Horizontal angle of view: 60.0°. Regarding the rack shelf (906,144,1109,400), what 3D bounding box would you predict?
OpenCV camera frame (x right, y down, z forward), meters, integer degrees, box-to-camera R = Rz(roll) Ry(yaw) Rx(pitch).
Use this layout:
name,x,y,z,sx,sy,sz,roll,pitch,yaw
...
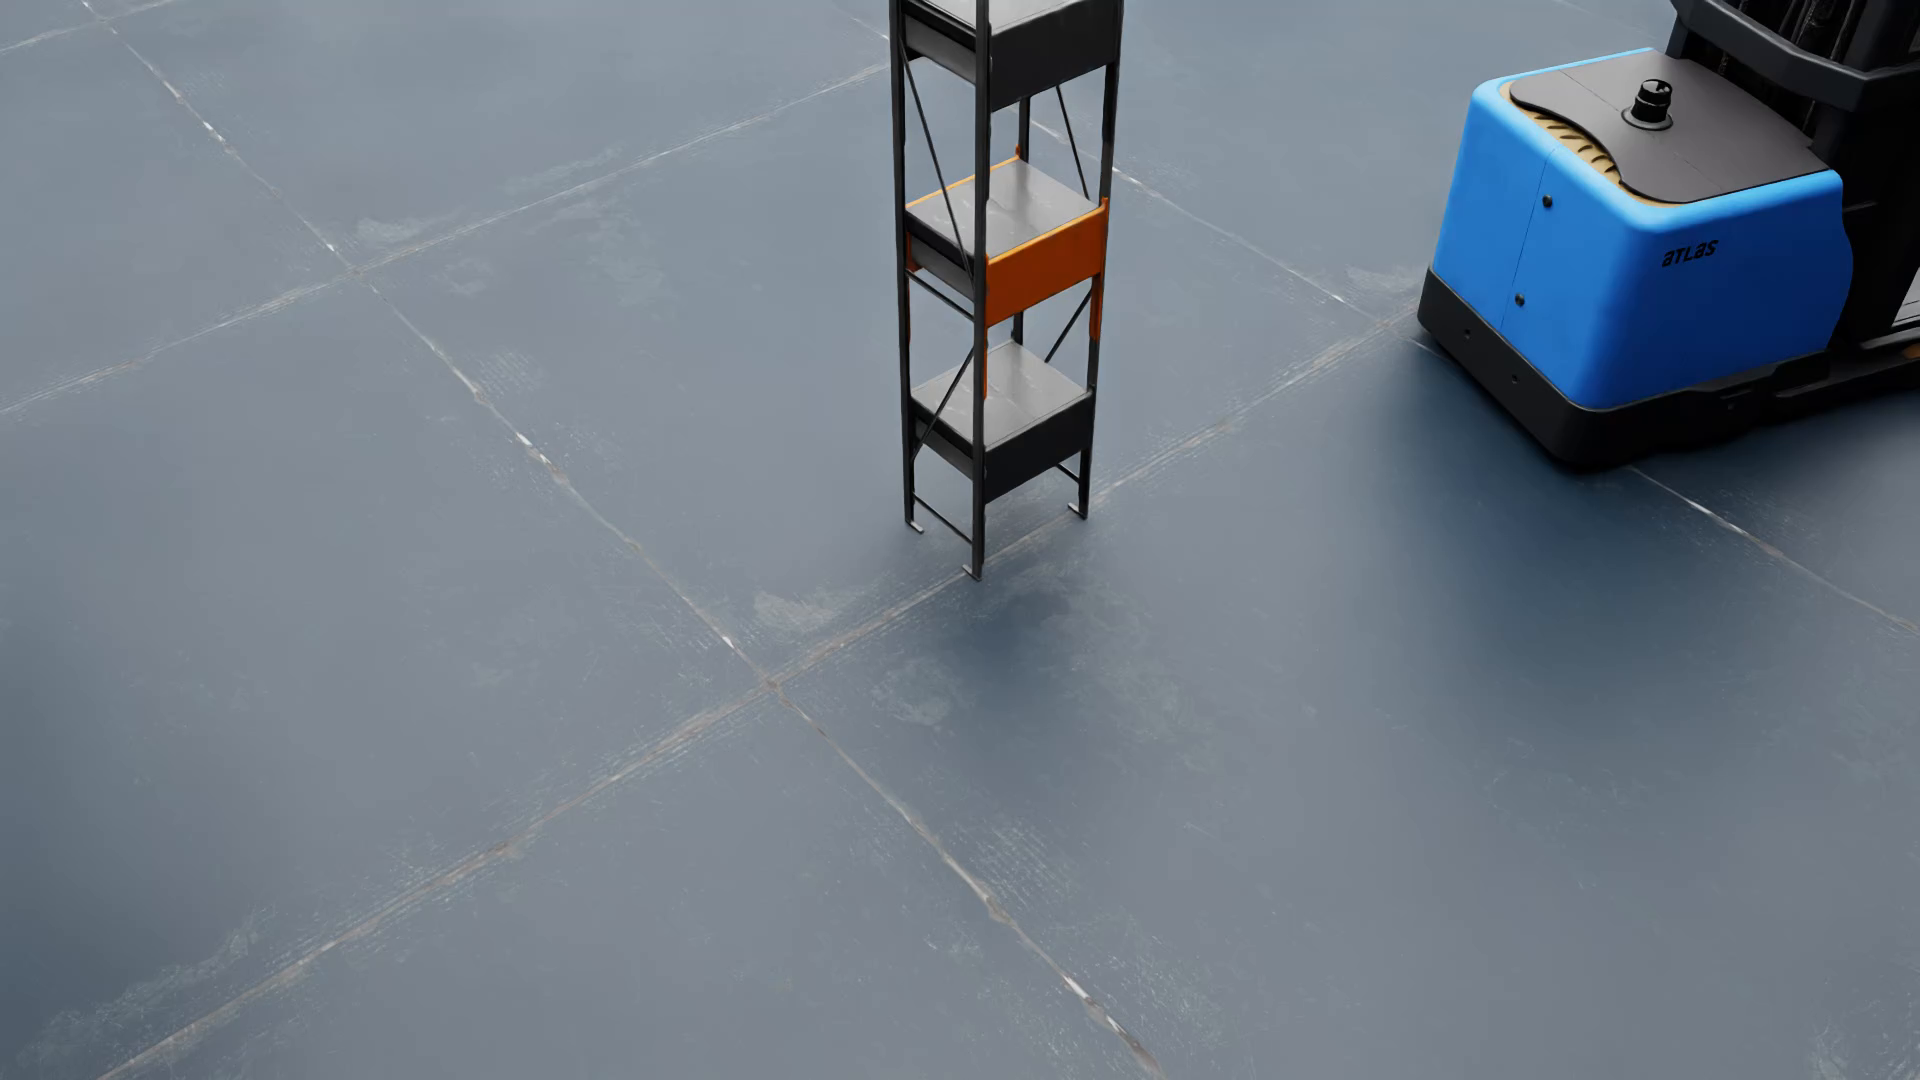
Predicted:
name,x,y,z,sx,sy,sz,roll,pitch,yaw
rack shelf,0.127,-0.828,5.118,0.480,0.518,0.431,-30,51,-28

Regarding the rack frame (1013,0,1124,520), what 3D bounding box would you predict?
name,x,y,z,sx,sy,sz,roll,pitch,yaw
rack frame,0.314,-0.945,5.223,0.015,2.100,0.400,-30,51,-28

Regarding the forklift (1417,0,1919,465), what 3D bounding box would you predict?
name,x,y,z,sx,sy,sz,roll,pitch,yaw
forklift,3.379,-1.977,5.714,3.031,2.935,1.130,-15,45,-15

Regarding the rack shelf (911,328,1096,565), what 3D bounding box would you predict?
name,x,y,z,sx,sy,sz,roll,pitch,yaw
rack shelf,0.127,-0.318,5.597,0.480,0.518,0.431,-30,51,-28

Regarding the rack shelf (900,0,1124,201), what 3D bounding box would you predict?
name,x,y,z,sx,sy,sz,roll,pitch,yaw
rack shelf,0.127,-1.338,4.639,0.480,0.518,0.431,-30,51,-28

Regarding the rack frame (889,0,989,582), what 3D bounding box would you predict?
name,x,y,z,sx,sy,sz,roll,pitch,yaw
rack frame,-0.060,-0.731,4.994,0.015,2.100,0.400,-30,51,-28

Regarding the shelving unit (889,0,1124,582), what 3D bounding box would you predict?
name,x,y,z,sx,sy,sz,roll,pitch,yaw
shelving unit,0.127,-0.838,5.109,0.503,2.100,0.431,-30,51,-28
